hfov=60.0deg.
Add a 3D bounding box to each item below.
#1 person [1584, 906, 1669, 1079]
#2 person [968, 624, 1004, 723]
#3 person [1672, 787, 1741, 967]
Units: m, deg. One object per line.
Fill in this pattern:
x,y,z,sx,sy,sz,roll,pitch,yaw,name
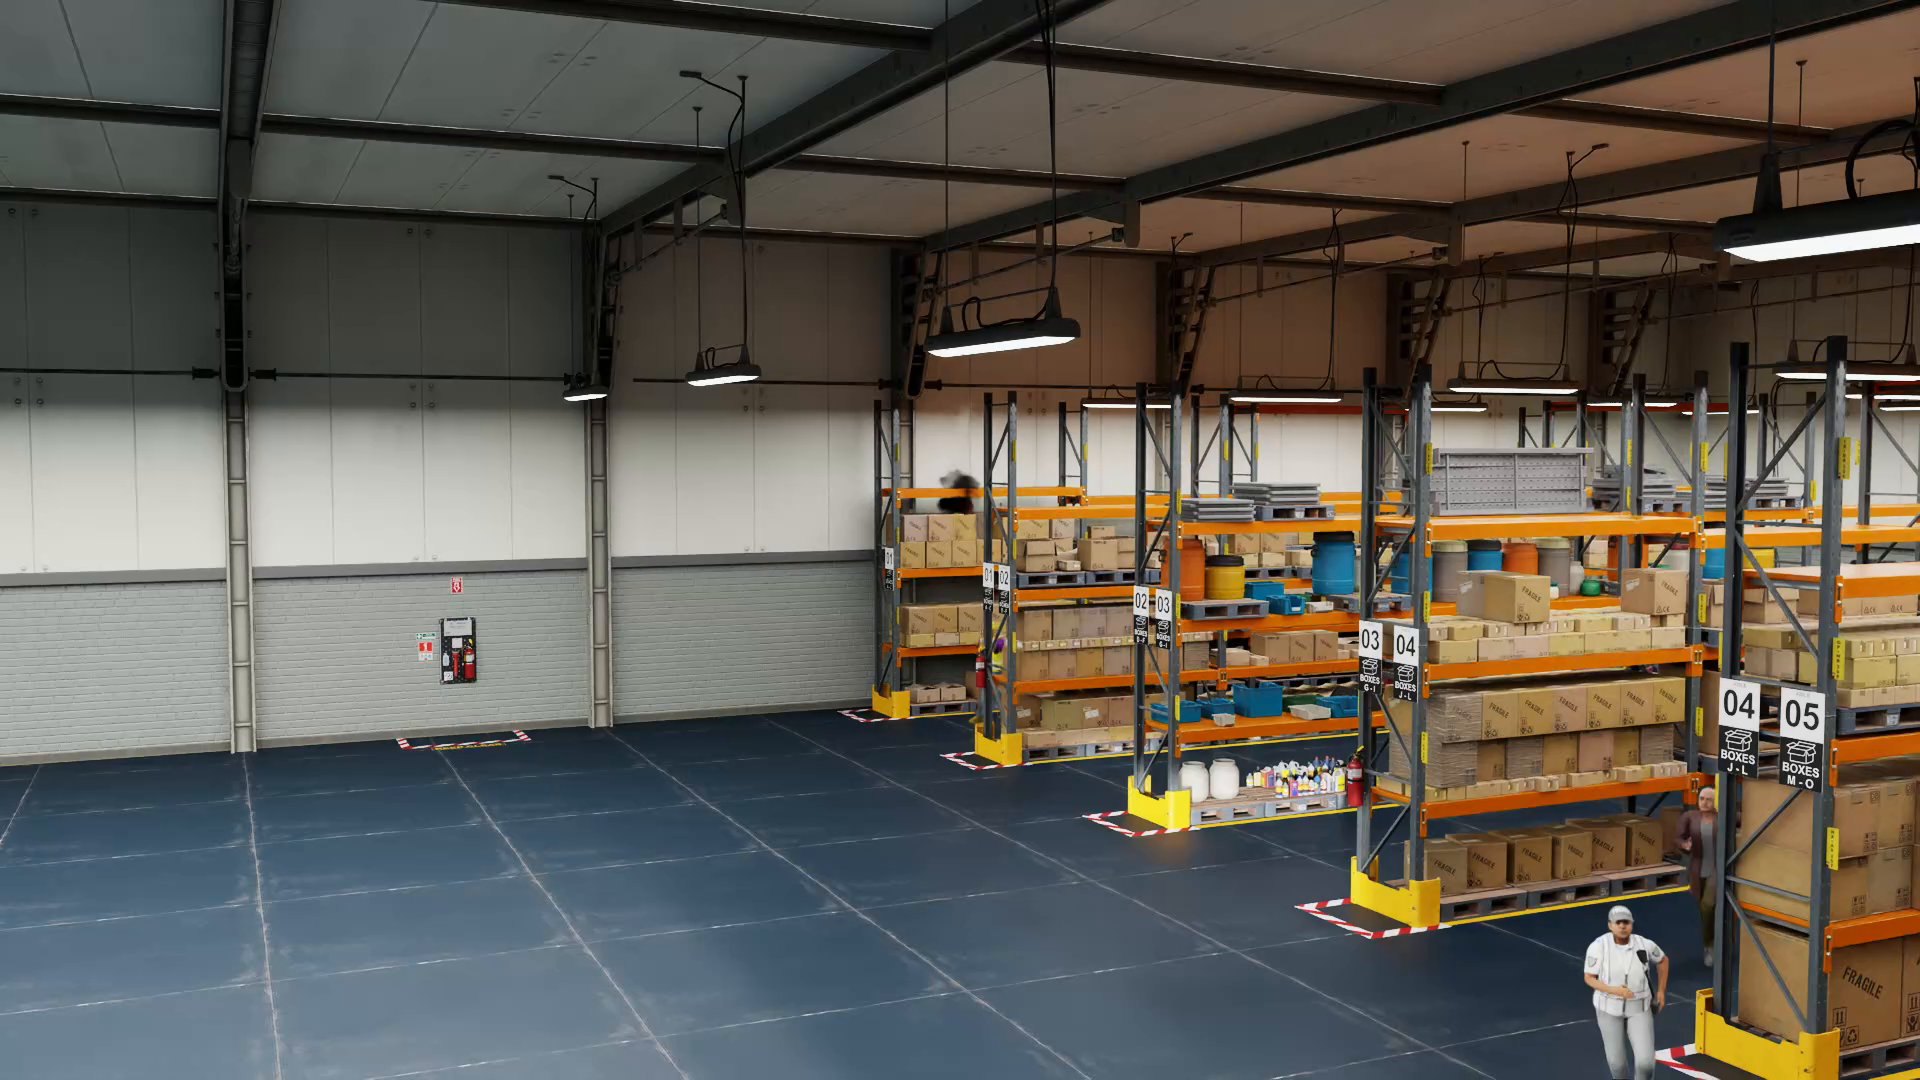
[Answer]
5.093,3.609,12.725,0.611,1.620,0.594,1,4,21,person
0.530,2.320,29.327,0.896,1.765,0.726,-3,4,-40,person
7.461,3.316,16.466,0.753,1.762,0.883,3,5,44,person
